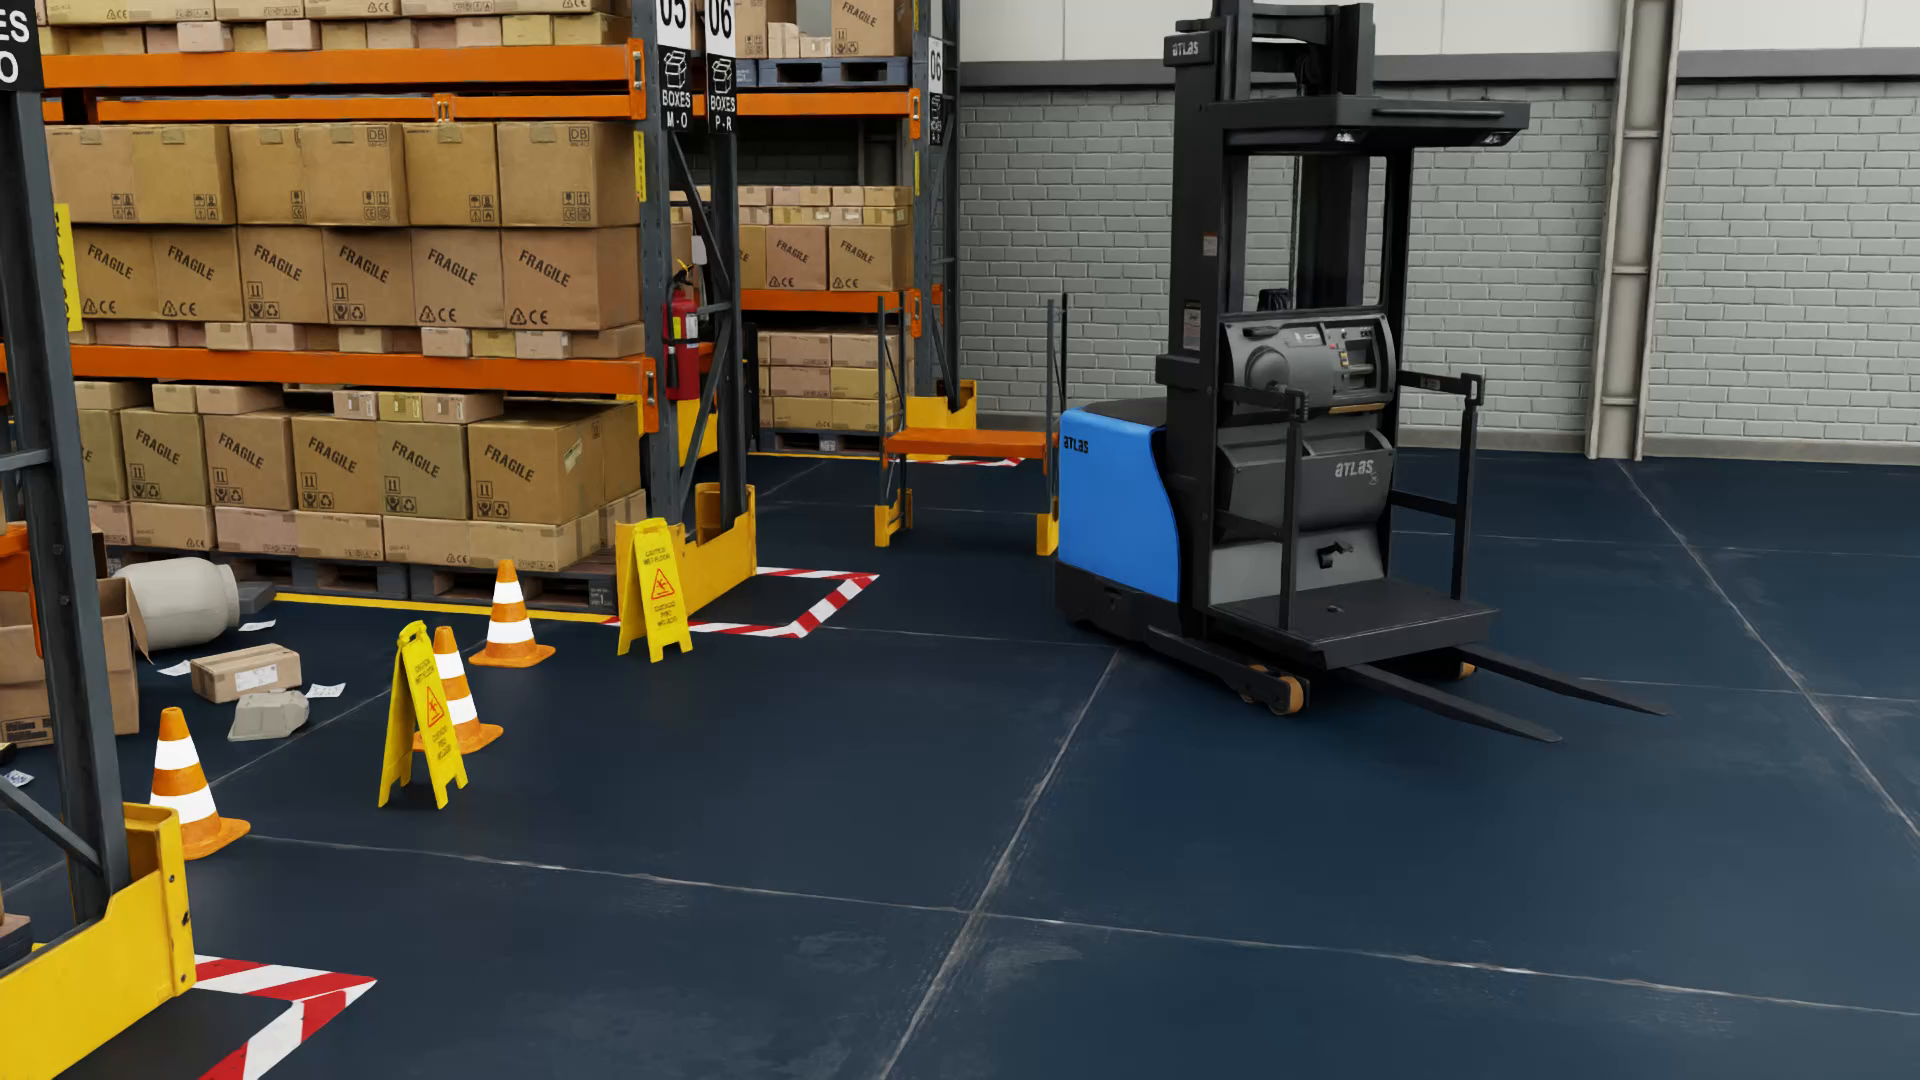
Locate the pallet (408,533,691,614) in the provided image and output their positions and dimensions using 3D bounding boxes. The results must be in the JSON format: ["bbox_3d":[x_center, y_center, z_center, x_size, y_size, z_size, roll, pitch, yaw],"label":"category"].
[{"bbox_3d":[-2.219,0.140,9.115,1.213,0.211,1.003,3,13,14],"label":"pallet"}]

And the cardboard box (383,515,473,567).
[{"bbox_3d":[-2.716,-0.044,8.887,0.500,0.250,0.500,3,13,14],"label":"cardboard box"}]

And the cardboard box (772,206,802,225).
[{"bbox_3d":[-1.314,-2.585,13.231,0.250,0.149,0.380,3,13,13],"label":"cardboard box"}]

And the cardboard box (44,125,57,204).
[{"bbox_3d":[-4.874,-1.989,9.048,0.500,0.500,0.700,3,13,13],"label":"cardboard box"}]

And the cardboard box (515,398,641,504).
[{"bbox_3d":[-2.105,-0.498,9.199,0.500,0.500,0.500,3,13,12],"label":"cardboard box"}]

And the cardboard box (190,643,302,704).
[{"bbox_3d":[-3.121,0.581,7.272,0.250,0.149,0.380,12,17,43],"label":"cardboard box"}]

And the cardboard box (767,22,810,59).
[{"bbox_3d":[-1.303,-3.857,12.876,0.258,0.266,0.396,3,13,14],"label":"cardboard box"}]

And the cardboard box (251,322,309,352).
[{"bbox_3d":[-3.529,-1.093,8.816,0.250,0.149,0.380,3,13,13],"label":"cardboard box"}]

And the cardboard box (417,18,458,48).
[{"bbox_3d":[-2.508,-2.523,8.336,0.250,0.149,0.380,3,13,14],"label":"cardboard box"}]

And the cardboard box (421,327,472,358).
[{"bbox_3d":[-2.553,-1.034,8.550,0.250,0.149,0.380,3,13,15],"label":"cardboard box"}]

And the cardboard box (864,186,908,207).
[{"bbox_3d":[-0.578,-2.697,13.048,0.250,0.149,0.380,3,13,14],"label":"cardboard box"}]

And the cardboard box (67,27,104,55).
[{"bbox_3d":[-4.497,-2.634,8.837,0.250,0.149,0.380,3,13,14],"label":"cardboard box"}]

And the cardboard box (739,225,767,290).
[{"bbox_3d":[-1.719,-2.286,13.382,0.500,0.500,0.500,3,13,12],"label":"cardboard box"}]

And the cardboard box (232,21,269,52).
[{"bbox_3d":[-3.505,-2.569,8.542,0.250,0.149,0.380,3,13,14],"label":"cardboard box"}]

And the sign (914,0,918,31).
[{"bbox_3d":[-0.323,-3.956,12.354,0.005,0.325,0.100,3,13,14],"label":"sign"}]

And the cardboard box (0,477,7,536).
[{"bbox_3d":[-2.824,-0.205,3.884,0.550,0.550,0.875,3,13,14],"label":"cardboard box"}]

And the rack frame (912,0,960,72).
[{"bbox_3d":[-0.180,-5.141,12.628,0.127,3.000,1.000,3,13,14],"label":"rack frame"}]

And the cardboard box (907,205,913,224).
[{"bbox_3d":[-0.447,-2.649,13.521,0.250,0.149,0.380,3,13,12],"label":"cardboard box"}]

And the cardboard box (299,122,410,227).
[{"bbox_3d":[-2.923,-1.863,8.480,0.500,0.500,0.700,3,13,13],"label":"cardboard box"}]

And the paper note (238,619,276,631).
[{"bbox_3d":[-3.492,0.421,8.265,0.148,0.019,0.142,-1,13,-6],"label":"paper note"}]

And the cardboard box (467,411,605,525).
[{"bbox_3d":[-2.206,-0.383,8.683,0.500,0.500,0.500,3,13,14],"label":"cardboard box"}]

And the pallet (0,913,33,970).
[{"bbox_3d":[-3.248,1.215,4.271,1.213,0.211,1.003,3,13,14],"label":"pallet"}]

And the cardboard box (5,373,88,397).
[{"bbox_3d":[-8.409,-1.588,15.269,0.500,0.500,0.500,3,13,15],"label":"cardboard box"}]

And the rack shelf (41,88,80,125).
[{"bbox_3d":[-7.191,-2.592,9.728,4.000,0.370,1.077,3,13,14],"label":"rack shelf"}]

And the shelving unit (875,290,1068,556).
[{"bbox_3d":[0.074,-0.728,10.053,1.083,1.500,0.587,3,13,14],"label":"shelving unit"}]

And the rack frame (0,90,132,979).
[{"bbox_3d":[-2.453,-0.122,3.856,0.127,3.000,1.000,3,13,14],"label":"rack frame"}]

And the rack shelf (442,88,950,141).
[{"bbox_3d":[-2.121,-3.429,13.498,4.000,0.370,1.077,3,13,14],"label":"rack shelf"}]

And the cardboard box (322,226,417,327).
[{"bbox_3d":[-2.928,-1.386,8.636,0.500,0.500,0.500,3,13,13],"label":"cardboard box"}]

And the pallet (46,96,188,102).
[{"bbox_3d":[-7.266,-3.983,14.770,1.003,0.211,1.213,4,13,16],"label":"pallet"}]

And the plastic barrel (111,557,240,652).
[{"bbox_3d":[-3.733,0.301,7.899,0.512,0.421,0.421,-9,15,-35],"label":"plastic barrel"}]

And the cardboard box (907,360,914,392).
[{"bbox_3d":[-0.586,-1.387,13.782,0.500,0.250,0.500,3,13,15],"label":"cardboard box"}]

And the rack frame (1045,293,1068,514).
[{"bbox_3d":[0.576,-0.701,9.932,0.032,1.500,0.500,3,13,14],"label":"rack frame"}]

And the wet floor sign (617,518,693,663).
[{"bbox_3d":[-1.437,0.217,7.768,0.232,0.644,0.267,8,15,33],"label":"wet floor sign"}]

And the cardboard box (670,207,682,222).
[{"bbox_3d":[-2.320,-2.629,13.427,0.250,0.149,0.380,3,13,12],"label":"cardboard box"}]

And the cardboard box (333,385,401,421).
[{"bbox_3d":[-3.077,-0.733,8.760,0.250,0.149,0.380,4,13,16],"label":"cardboard box"}]

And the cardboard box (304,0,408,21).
[{"bbox_3d":[-2.920,-2.726,8.331,0.500,0.250,0.500,3,13,15],"label":"cardboard box"}]

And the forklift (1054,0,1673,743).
[{"bbox_3d":[1.649,-0.811,7.124,1.130,2.935,3.031,-7,14,-29],"label":"forklift"}]

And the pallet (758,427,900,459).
[{"bbox_3d":[-0.932,-0.881,13.719,1.213,0.211,1.003,3,13,14],"label":"pallet"}]

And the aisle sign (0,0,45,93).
[{"bbox_3d":[-2.312,-1.450,3.843,0.004,0.787,0.394,3,13,14],"label":"aisle sign"}]

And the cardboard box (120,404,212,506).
[{"bbox_3d":[-4.218,-0.491,9.171,0.500,0.500,0.500,4,13,16],"label":"cardboard box"}]

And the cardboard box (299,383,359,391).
[{"bbox_3d":[-5.324,-1.532,14.725,0.625,0.625,0.875,3,13,13],"label":"cardboard box"}]

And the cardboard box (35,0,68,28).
[{"bbox_3d":[-4.887,-2.831,8.804,0.500,0.250,0.500,3,13,12],"label":"cardboard box"}]

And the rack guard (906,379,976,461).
[{"bbox_3d":[-0.156,-0.990,13.542,0.348,0.500,1.175,3,13,14],"label":"rack guard"}]

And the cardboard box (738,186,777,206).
[{"bbox_3d":[-1.589,-2.730,13.196,0.250,0.149,0.380,3,13,15],"label":"cardboard box"}]

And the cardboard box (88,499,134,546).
[{"bbox_3d":[-4.741,-0.151,9.366,0.500,0.250,0.500,2,13,11],"label":"cardboard box"}]

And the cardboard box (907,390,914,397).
[{"bbox_3d":[-0.610,-1.141,13.830,0.500,0.250,0.500,3,13,14],"label":"cardboard box"}]

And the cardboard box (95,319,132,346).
[{"bbox_3d":[-4.497,-1.159,9.114,0.250,0.149,0.380,3,13,13],"label":"cardboard box"}]
